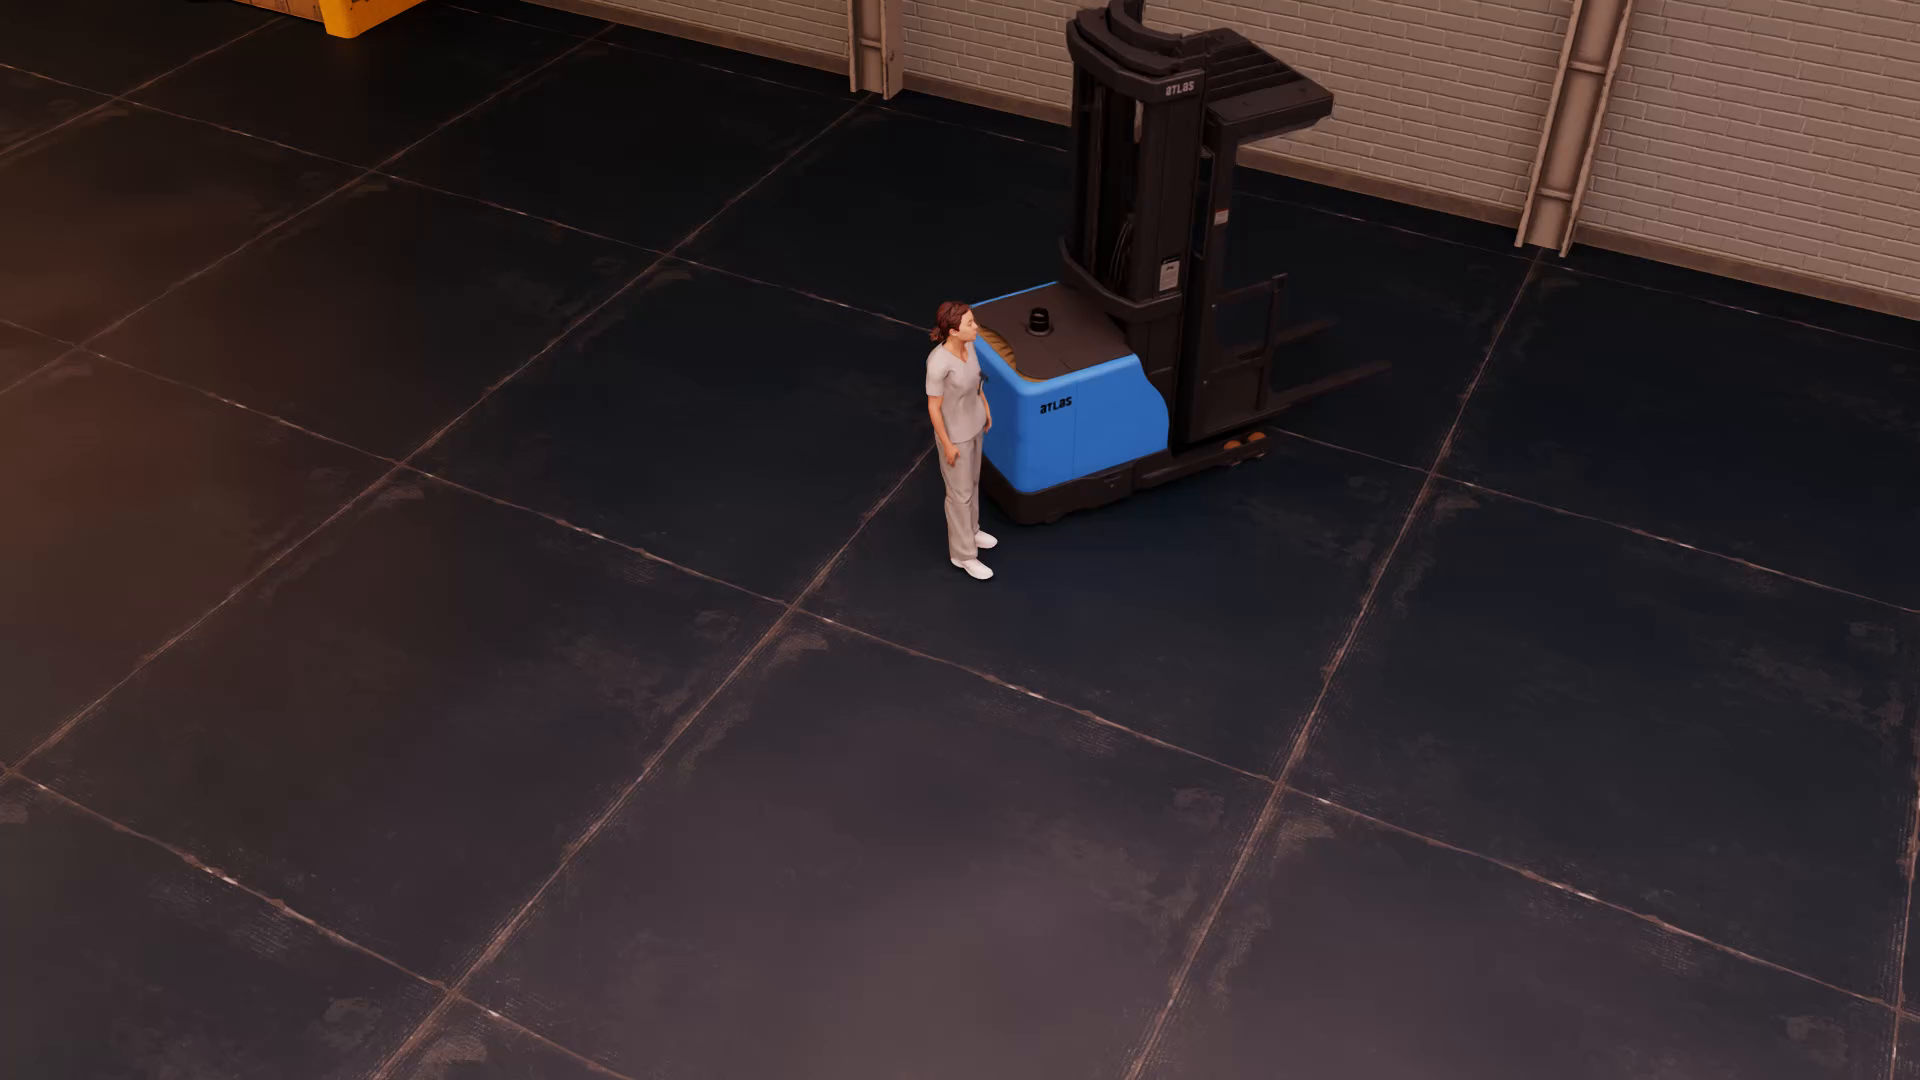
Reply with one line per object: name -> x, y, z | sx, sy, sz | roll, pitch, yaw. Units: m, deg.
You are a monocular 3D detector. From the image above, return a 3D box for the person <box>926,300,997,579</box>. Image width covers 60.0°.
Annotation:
person -> 0.059, -0.596, 9.700 | 0.548, 1.618, 0.549 | 18, 43, 21

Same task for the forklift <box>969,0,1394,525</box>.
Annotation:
forklift -> 1.466, -1.887, 10.227 | 3.031, 2.935, 1.130 | -19, 44, -21
